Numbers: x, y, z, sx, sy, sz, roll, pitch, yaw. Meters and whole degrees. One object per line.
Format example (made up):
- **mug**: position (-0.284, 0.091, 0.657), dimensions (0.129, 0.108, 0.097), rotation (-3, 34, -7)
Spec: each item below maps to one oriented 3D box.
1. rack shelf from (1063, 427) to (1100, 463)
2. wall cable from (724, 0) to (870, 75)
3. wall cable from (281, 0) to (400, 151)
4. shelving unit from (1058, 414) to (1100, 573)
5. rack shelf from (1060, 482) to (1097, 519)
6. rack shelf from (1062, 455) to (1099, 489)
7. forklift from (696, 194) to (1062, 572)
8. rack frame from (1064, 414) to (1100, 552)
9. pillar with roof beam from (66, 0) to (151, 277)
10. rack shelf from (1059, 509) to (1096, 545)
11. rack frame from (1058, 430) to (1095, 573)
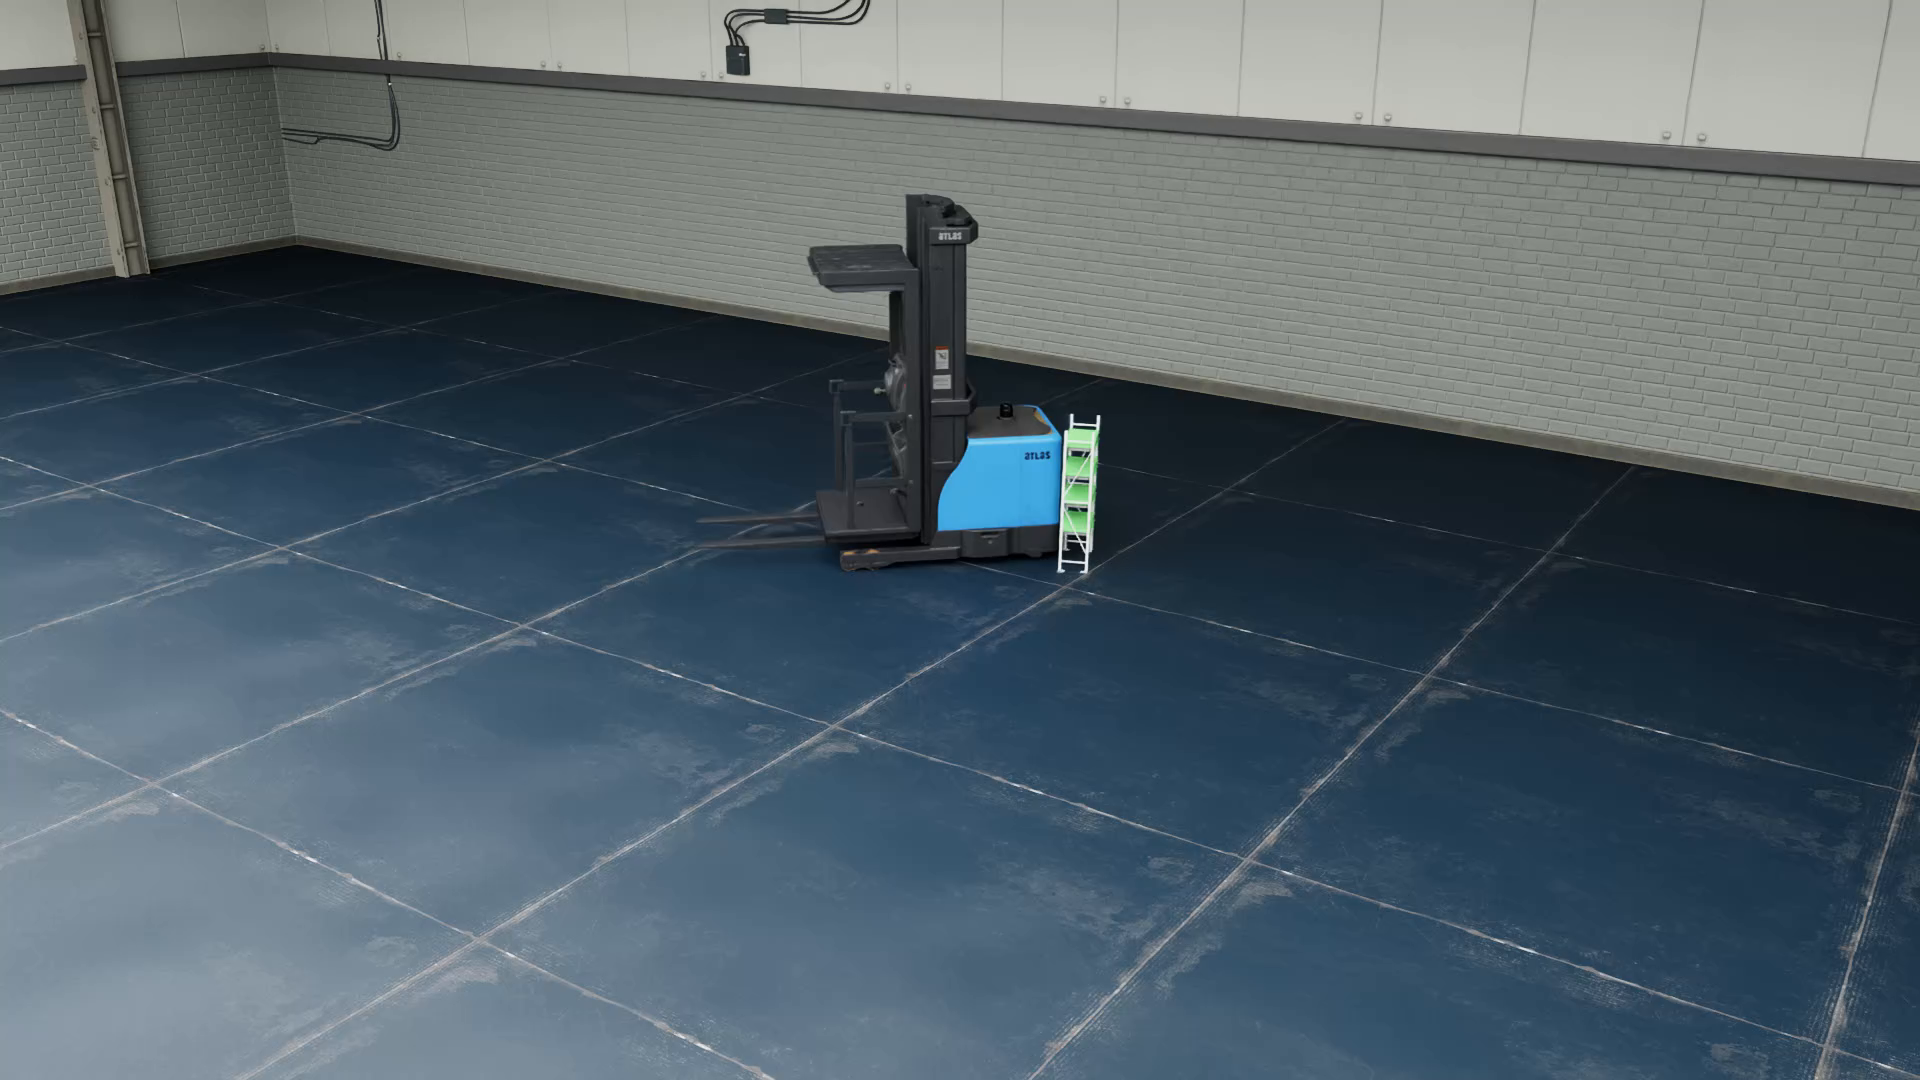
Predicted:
- **rack shelf**: position (0.993, -0.777, 13.576), dimensions (0.258, 0.148, 0.480), rotation (4, 21, 8)
- **wall cable**: position (-2.031, -8.602, 19.796), dimensions (2.305, 6.003, 0.169), rotation (13, 24, 32)
- **wall cable**: position (-9.873, -7.407, 25.942), dimensions (3.097, 2.526, 0.112), rotation (13, 24, 32)
- **shelving unit**: position (0.983, -0.388, 13.722), dimensions (0.258, 1.200, 0.503), rotation (4, 21, 8)
- **rack shelf**: position (0.982, -0.328, 13.744), dimensions (0.258, 0.148, 0.480), rotation (4, 21, 8)
- **rack shelf**: position (0.988, -0.553, 13.660), dimensions (0.258, 0.148, 0.480), rotation (4, 21, 8)
- **forklift**: position (-0.712, -1.310, 13.728), dimensions (3.031, 2.935, 1.130), rotation (-3, 21, -9)
- **rack frame**: position (1.022, -0.471, 13.948), dimensions (0.240, 1.200, 0.015), rotation (4, 21, 8)
- **pillar with roof beam**: position (-9.062, -7.436, 21.545), dimensions (9.100, 9.000, 0.400), rotation (13, 24, 32)
- **rack shelf**: position (0.976, -0.103, 13.828), dimensions (0.258, 0.148, 0.480), rotation (4, 21, 8)
- **rack frame**: position (0.945, -0.304, 13.496), dimensions (0.240, 1.200, 0.015), rotation (4, 21, 8)
